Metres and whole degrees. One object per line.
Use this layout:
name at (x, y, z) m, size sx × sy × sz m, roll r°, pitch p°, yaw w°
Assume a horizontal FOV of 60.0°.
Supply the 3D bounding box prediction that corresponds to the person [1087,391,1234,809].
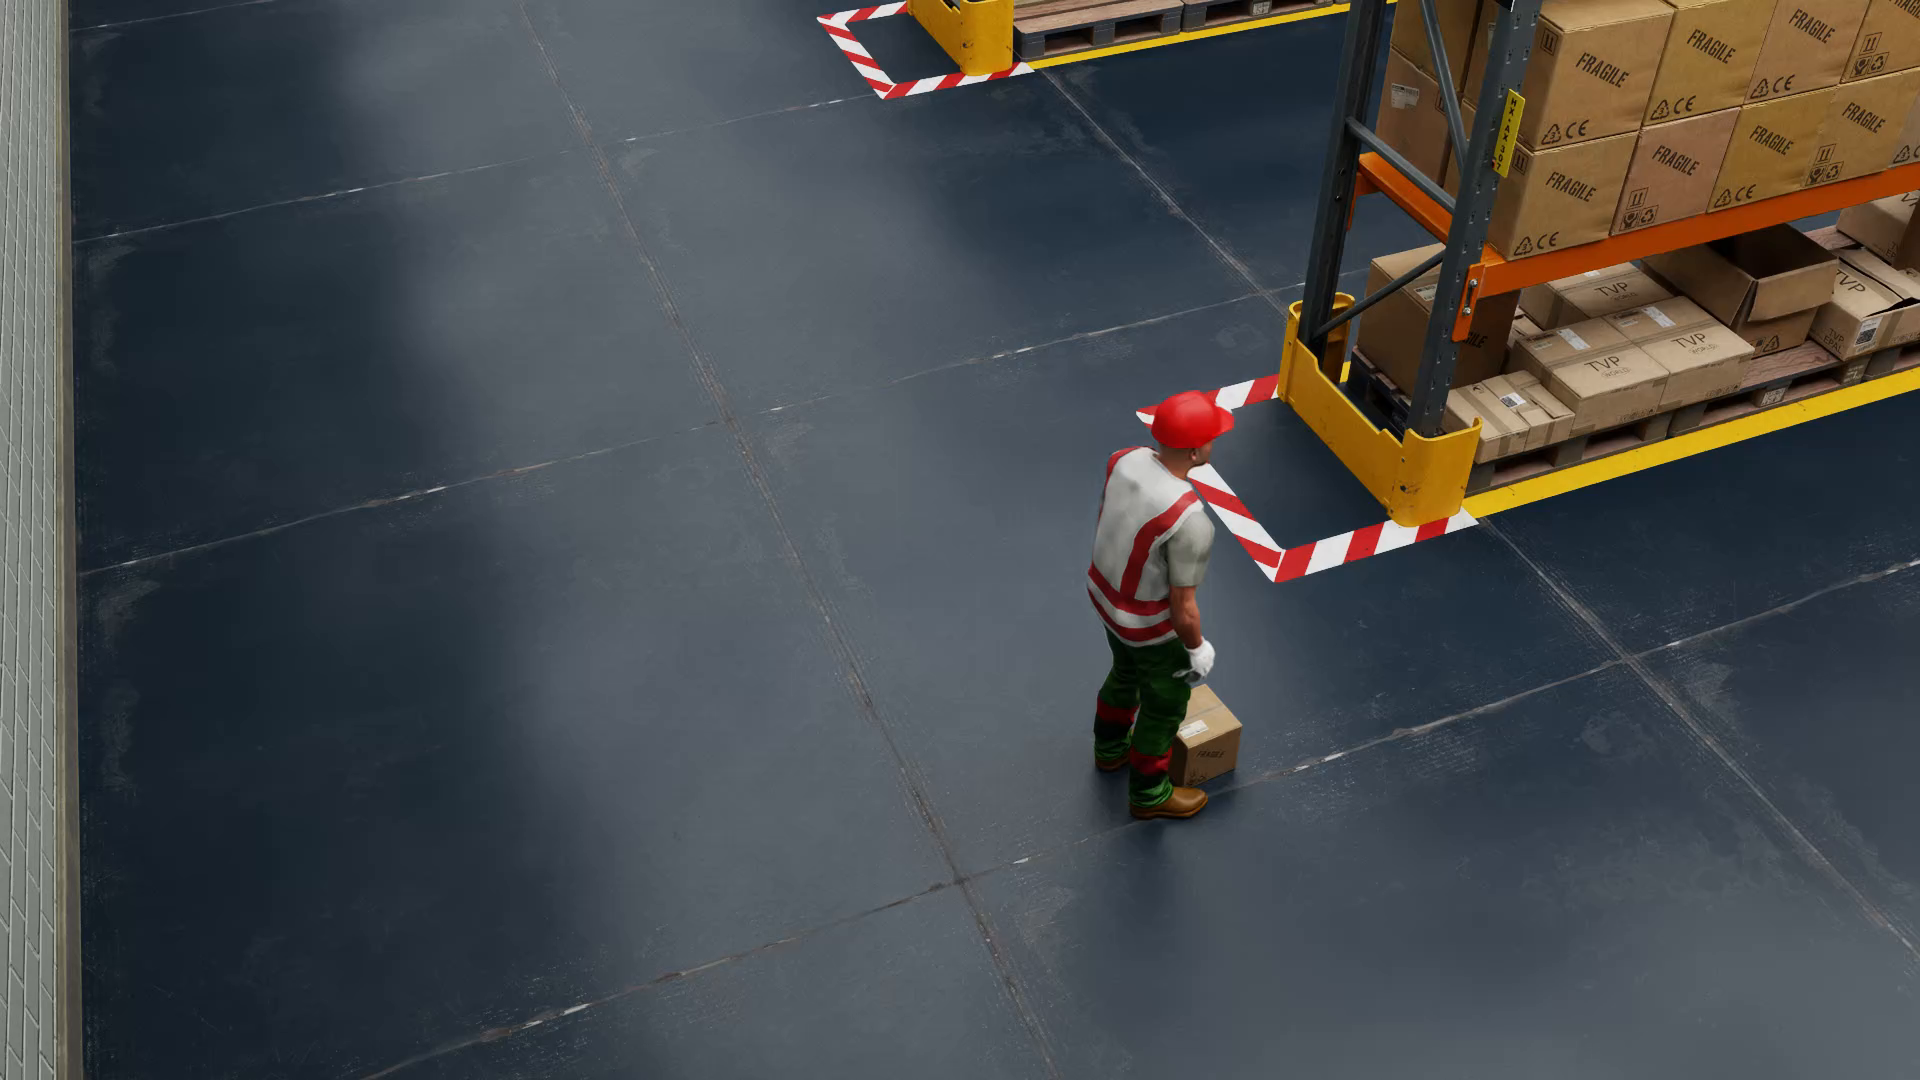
person at (0.691, 0.214, 5.860) m, size 0.453 × 1.721 × 0.590 m, roll -16°, pitch 44°, yaw -18°
